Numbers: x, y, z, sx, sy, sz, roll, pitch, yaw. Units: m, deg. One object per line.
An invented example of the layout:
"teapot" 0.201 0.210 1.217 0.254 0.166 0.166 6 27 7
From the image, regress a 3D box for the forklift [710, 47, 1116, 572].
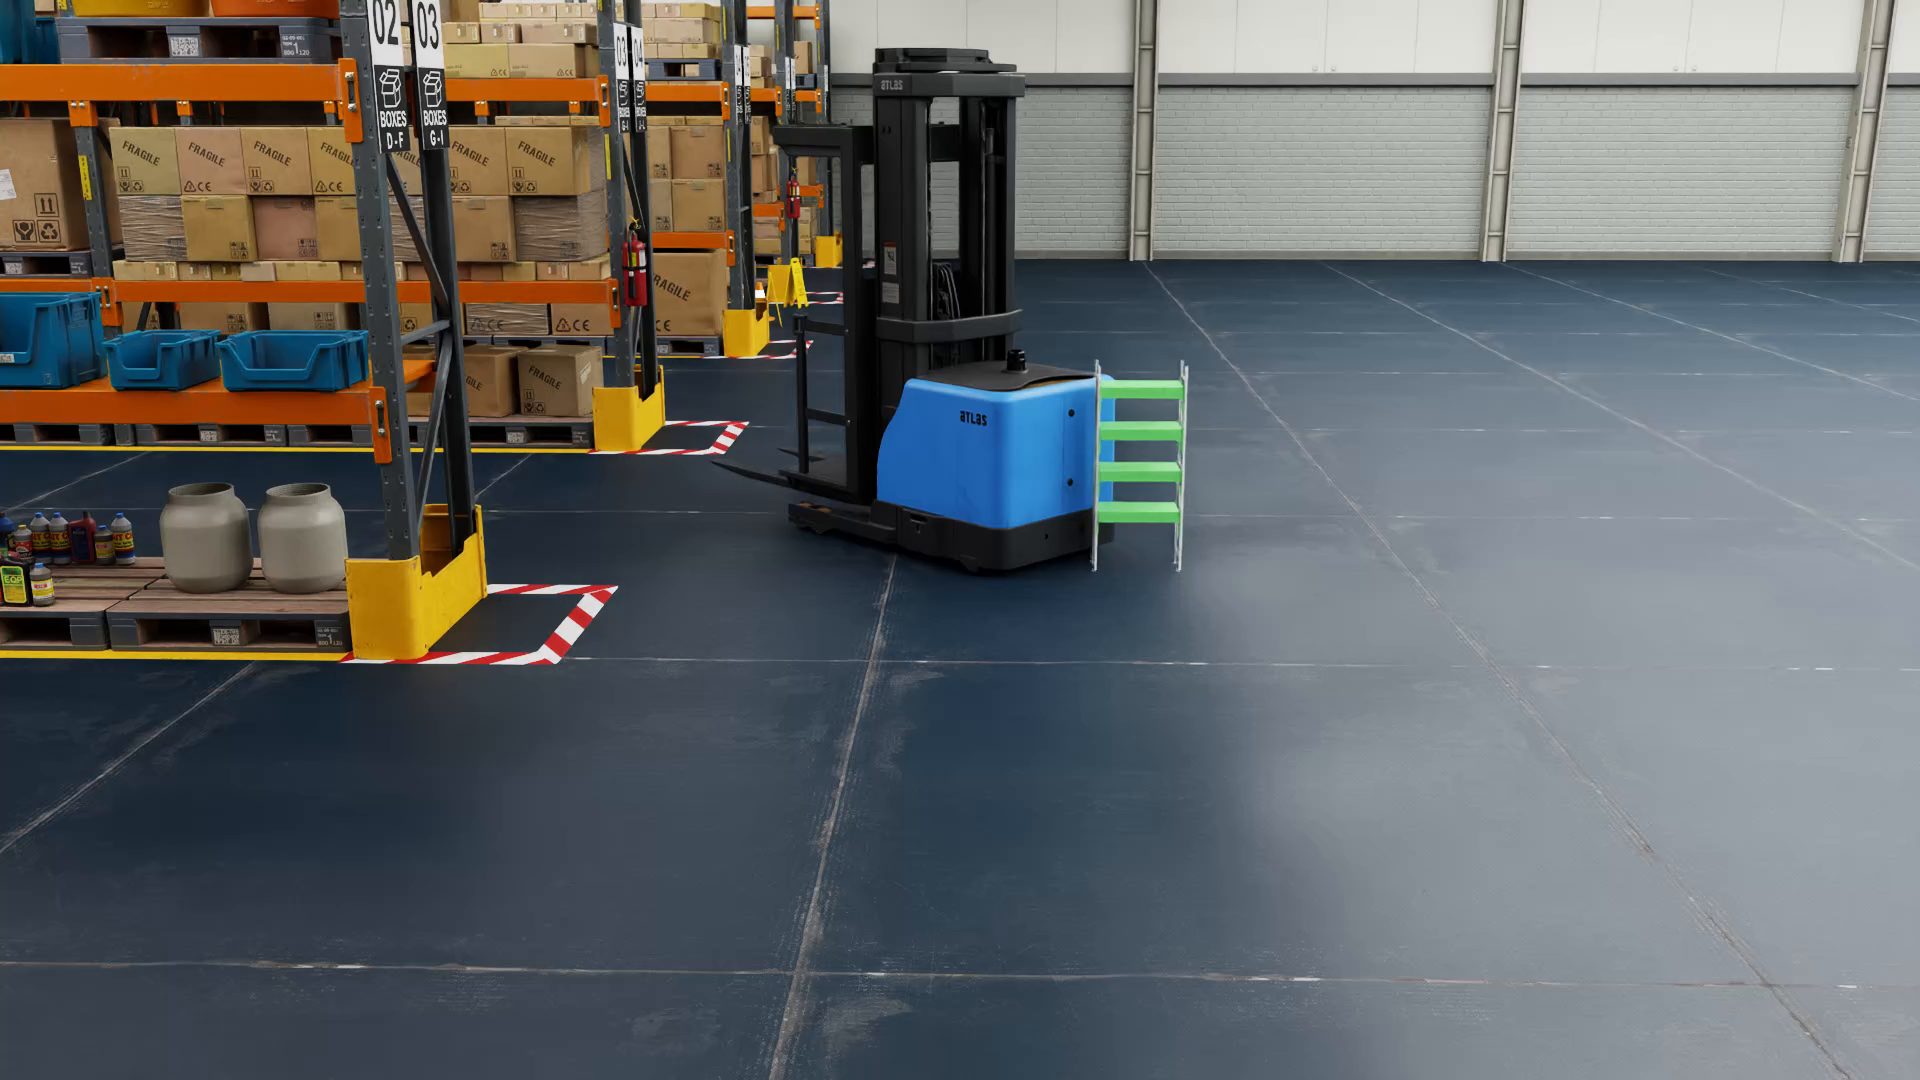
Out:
"forklift" -0.449 -1.536 10.415 1.130 2.935 3.031 -14 20 -42

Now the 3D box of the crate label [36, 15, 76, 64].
"crate label" -4.582 -2.500 8.348 0.408 0.251 0.502 0 15 1

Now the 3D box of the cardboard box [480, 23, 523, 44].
"cardboard box" -3.412 -3.787 12.445 0.250 0.149 0.380 0 15 -1

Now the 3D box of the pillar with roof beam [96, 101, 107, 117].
"pillar with roof beam" -14.996 -8.197 23.769 0.400 9.000 9.100 0 15 1

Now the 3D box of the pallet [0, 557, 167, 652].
"pallet" -4.825 0.319 8.716 1.213 0.211 1.003 0 15 1

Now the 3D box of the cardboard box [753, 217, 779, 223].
"cardboard box" -3.195 -5.364 27.397 0.500 0.250 0.500 1 15 2

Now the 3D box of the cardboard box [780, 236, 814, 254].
"cardboard box" -2.694 -4.877 27.514 0.500 0.250 0.500 0 15 2

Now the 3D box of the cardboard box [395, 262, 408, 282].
"cardboard box" -4.385 -2.099 12.908 0.250 0.149 0.380 0 15 1

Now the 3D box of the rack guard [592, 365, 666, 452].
"rack guard" -2.669 -1.080 13.454 0.348 0.500 1.175 0 15 1

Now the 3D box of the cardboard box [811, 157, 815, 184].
"cardboard box" -2.705 -6.204 27.778 0.500 0.500 0.500 1 15 3

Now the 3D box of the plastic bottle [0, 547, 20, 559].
"plastic bottle" -4.815 0.140 8.393 0.133 0.283 0.061 0 15 1

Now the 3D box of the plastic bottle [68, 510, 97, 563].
"plastic bottle" -4.749 -0.022 9.005 0.133 0.283 0.061 1 15 2

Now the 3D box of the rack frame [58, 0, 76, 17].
"rack frame" -6.591 -5.215 12.467 0.127 3.000 1.000 0 15 1

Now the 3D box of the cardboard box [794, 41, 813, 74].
"cardboard box" -2.665 -7.772 26.824 0.500 0.500 0.500 1 15 3

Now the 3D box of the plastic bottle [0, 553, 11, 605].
"plastic bottle" -4.818 0.170 8.291 0.135 0.276 0.152 0 15 2

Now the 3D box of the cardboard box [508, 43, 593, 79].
"cardboard box" -3.081 -3.605 12.536 0.500 0.250 0.500 1 15 3

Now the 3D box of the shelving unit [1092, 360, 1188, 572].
"shelving unit" 1.030 -0.424 9.596 0.503 1.200 0.258 0 15 1

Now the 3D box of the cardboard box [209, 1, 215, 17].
"cardboard box" -6.135 -4.261 12.970 0.500 0.500 0.500 0 15 0

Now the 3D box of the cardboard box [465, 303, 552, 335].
"cardboard box" -4.835 -2.727 18.140 0.875 0.875 0.875 0 15 2

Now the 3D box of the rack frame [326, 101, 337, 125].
"rack frame" -10.214 -6.134 27.708 0.127 3.000 1.000 0 15 1

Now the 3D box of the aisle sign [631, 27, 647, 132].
"aisle sign" -2.523 -3.621 13.090 0.004 0.787 0.394 0 15 1

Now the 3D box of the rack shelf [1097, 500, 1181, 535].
"rack shelf" 1.030 -0.130 9.673 0.480 0.148 0.258 0 15 1

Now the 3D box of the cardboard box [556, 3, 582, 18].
"cardboard box" -3.981 -5.442 17.119 0.250 0.149 0.380 0 15 1

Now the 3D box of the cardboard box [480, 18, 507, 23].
"cardboard box" -4.873 -5.271 17.250 0.500 0.250 0.500 0 15 1

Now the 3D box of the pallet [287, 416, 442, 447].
"pallet" -4.696 -0.963 13.578 1.213 0.211 1.003 0 15 1

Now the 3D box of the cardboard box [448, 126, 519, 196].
"cardboard box" -3.649 -2.906 12.737 0.500 0.500 0.500 0 15 1

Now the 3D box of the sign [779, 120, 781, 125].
"sign" -2.374 -5.387 21.988 0.005 0.325 0.100 0 15 1

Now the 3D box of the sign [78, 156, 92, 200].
"sign" -6.602 -2.733 12.548 0.005 0.325 0.100 0 15 1

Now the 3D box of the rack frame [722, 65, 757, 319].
"rack frame" -2.365 -3.553 17.925 0.127 3.000 1.000 0 15 1

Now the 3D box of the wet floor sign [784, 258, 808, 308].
"wet floor sign" -2.177 -3.403 21.974 0.232 0.644 0.267 6 16 21

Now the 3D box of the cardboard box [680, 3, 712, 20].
"cardboard box" -2.710 -5.434 17.087 0.250 0.149 0.380 1 15 2

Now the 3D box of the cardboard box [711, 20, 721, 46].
"cardboard box" -2.841 -5.394 17.717 0.500 0.250 0.500 0 15 1

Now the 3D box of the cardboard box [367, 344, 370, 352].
"cardboard box" -4.997 -1.310 13.503 0.500 0.500 0.500 -1 15 -4

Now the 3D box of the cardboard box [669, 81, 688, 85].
"cardboard box" -3.720 -6.087 22.145 0.250 0.149 0.380 0 15 1

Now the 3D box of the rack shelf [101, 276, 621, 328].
"rack shelf" -4.592 -1.953 13.275 4.000 0.370 1.077 0 15 1

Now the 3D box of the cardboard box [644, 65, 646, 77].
"cardboard box" -4.384 -6.280 22.095 0.500 0.250 0.500 1 15 2

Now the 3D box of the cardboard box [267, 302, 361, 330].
"cardboard box" -6.986 -2.675 18.186 0.750 0.750 1.050 0 15 1

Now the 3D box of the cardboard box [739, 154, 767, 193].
"cardboard box" -2.889 -4.941 22.409 0.500 0.500 0.500 0 15 0

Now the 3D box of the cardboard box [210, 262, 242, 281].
"cardboard box" -5.634 -2.116 12.973 0.250 0.149 0.380 0 15 1

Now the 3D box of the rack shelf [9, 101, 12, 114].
"rack shelf" -12.362 -4.720 17.881 4.000 0.370 1.077 0 15 1

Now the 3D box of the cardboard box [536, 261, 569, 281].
"cardboard box" -3.133 -2.118 12.980 0.250 0.149 0.380 0 15 1

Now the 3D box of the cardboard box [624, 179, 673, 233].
"cardboard box" -3.287 -3.614 17.864 0.550 0.550 0.875 0 15 1

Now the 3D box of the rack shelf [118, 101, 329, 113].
"rack shelf" -12.213 -7.249 27.466 4.000 0.370 1.077 0 15 1

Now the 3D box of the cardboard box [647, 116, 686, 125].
"cardboard box" -3.874 -5.421 22.269 0.500 0.500 0.700 0 15 1

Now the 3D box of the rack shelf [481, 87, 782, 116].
"rack shelf" -4.339 -5.931 22.471 4.000 0.370 1.077 0 15 1

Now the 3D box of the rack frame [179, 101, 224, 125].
"rack frame" -10.337 -4.868 22.910 0.127 3.000 1.000 0 15 1

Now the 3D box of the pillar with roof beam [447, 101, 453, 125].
"pillar with roof beam" -8.997 -8.158 23.620 0.400 9.000 9.100 0 15 1

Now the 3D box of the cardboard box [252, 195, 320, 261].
"cardboard box" -5.142 -2.498 13.149 0.500 0.500 0.875 0 15 1

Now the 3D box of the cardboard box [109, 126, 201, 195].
"cardboard box" -6.148 -2.922 12.797 0.500 0.500 0.500 0 15 1

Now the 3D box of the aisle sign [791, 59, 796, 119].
"aisle sign" -2.270 -6.151 22.679 0.004 0.787 0.394 0 15 1
